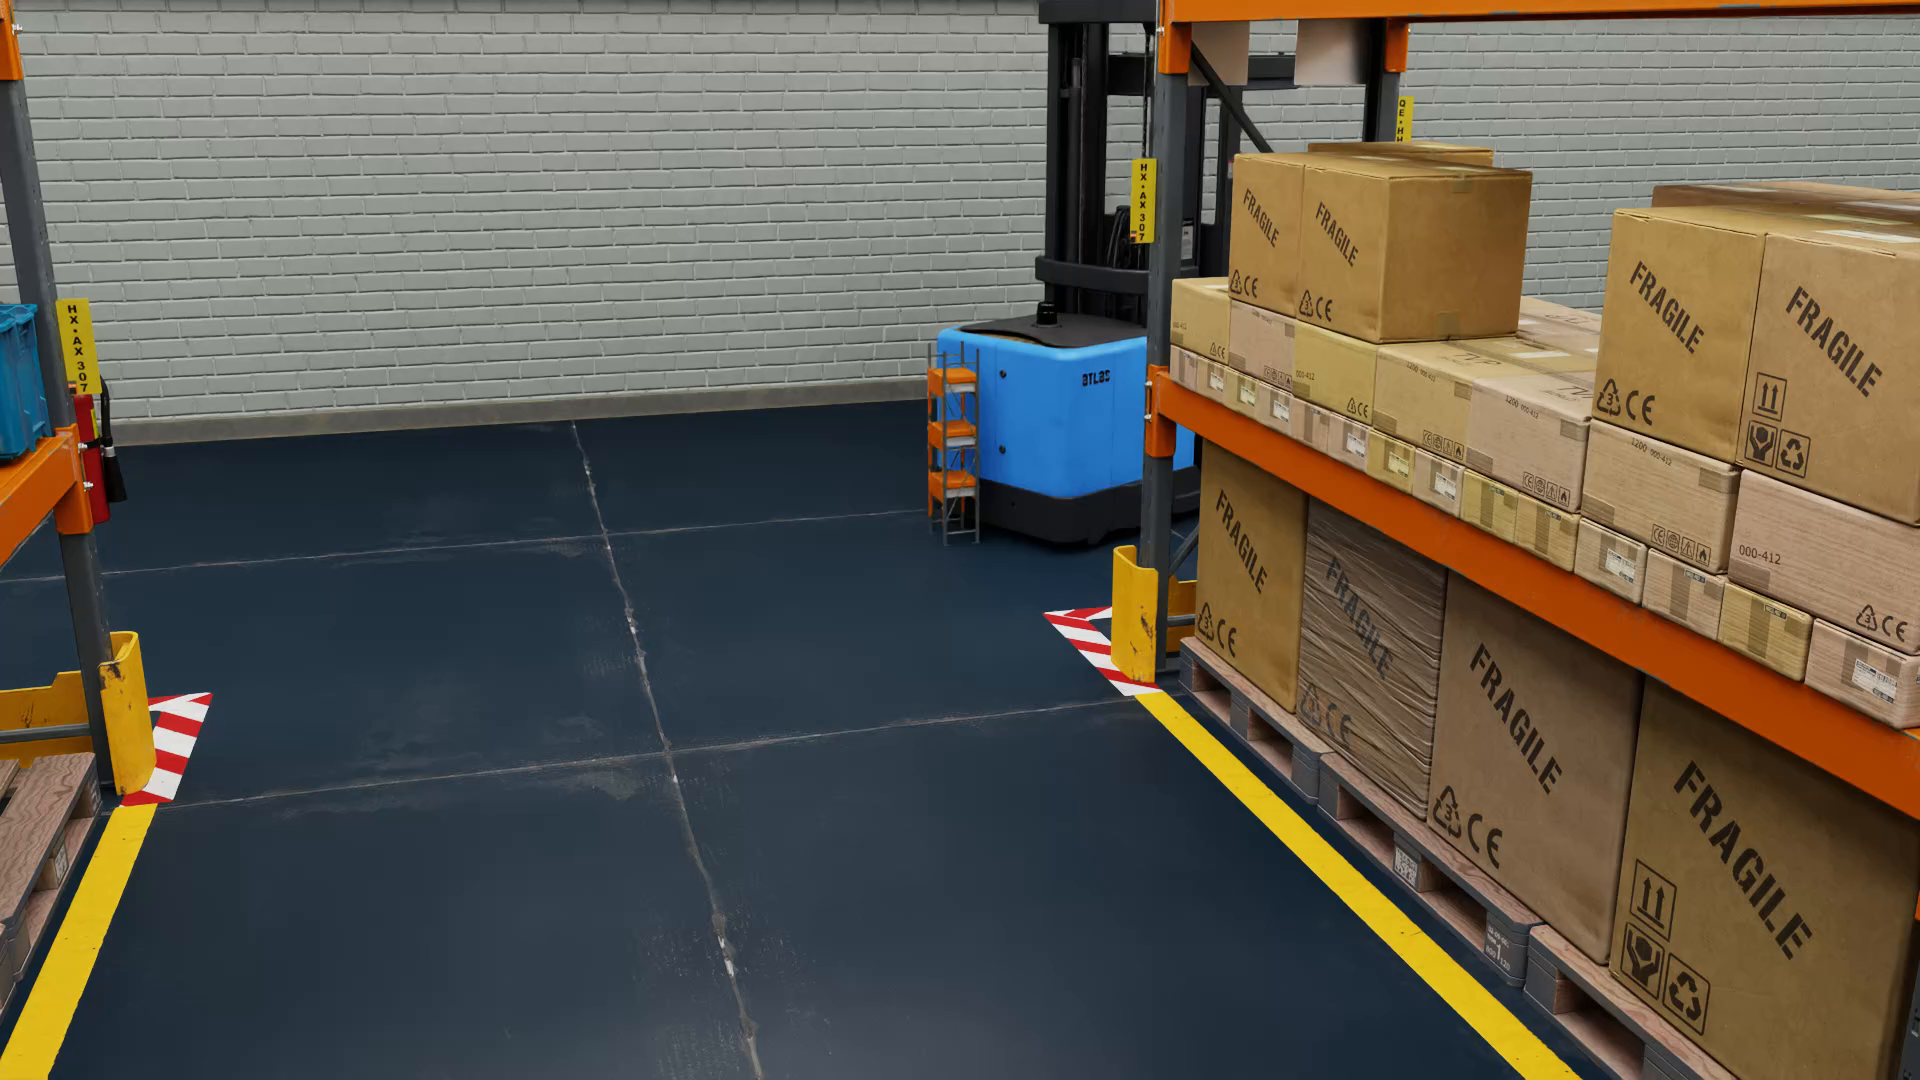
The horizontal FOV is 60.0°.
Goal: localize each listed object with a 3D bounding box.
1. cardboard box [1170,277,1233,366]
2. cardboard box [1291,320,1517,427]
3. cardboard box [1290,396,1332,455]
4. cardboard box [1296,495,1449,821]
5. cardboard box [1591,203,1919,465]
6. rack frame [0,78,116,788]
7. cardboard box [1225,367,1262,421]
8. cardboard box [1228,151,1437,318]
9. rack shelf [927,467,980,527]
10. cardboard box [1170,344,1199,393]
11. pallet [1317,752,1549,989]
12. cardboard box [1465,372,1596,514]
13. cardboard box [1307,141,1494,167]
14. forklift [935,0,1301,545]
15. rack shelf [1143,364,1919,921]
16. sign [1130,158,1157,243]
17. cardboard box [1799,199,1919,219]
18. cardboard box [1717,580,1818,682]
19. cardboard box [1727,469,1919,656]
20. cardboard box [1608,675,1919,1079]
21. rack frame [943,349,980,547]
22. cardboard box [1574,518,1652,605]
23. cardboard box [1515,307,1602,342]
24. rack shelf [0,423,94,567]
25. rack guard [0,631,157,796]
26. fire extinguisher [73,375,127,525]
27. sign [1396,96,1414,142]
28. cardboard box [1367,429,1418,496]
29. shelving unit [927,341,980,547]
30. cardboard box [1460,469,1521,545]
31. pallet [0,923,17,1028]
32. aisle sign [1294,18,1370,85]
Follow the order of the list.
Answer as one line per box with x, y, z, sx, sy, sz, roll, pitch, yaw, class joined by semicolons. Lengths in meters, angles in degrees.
1.126;-0.836;6.265;0.500;0.250;0.500;-5;17;-17;cardboard box
1.410;-0.553;5.324;0.500;0.250;0.500;-5;18;-17;cardboard box
1.318;-0.391;5.476;0.380;0.149;0.250;-5;17;-16;cardboard box
1.757;0.319;5.638;0.875;0.875;0.875;-5;17;-15;cardboard box
1.836;-0.488;3.802;0.500;0.500;0.500;-5;17;-15;cardboard box
-3.509;-0.528;5.495;1.000;3.000;0.127;-5;17;-15;rack frame
1.177;-0.533;5.950;0.380;0.149;0.250;-5;17;-17;cardboard box
1.263;-1.057;5.696;0.500;0.500;0.500;-5;17;-17;cardboard box
-0.034;-0.233;8.906;0.215;0.259;0.240;-6;18;-18;rack shelf
1.034;-0.675;6.421;0.380;0.149;0.250;-4;17;-15;cardboard box
1.880;0.968;5.363;1.003;0.211;1.213;-5;17;-15;pallet
1.694;-0.269;4.378;0.500;0.250;0.500;-4;17;-14;cardboard box
1.640;-1.235;6.290;0.500;0.500;0.500;-4;17;-15;cardboard box
1.272;-1.717;9.572;3.031;2.935;1.130;-15;23;-42;forklift
1.803;-0.022;5.061;1.077;0.370;4.000;-5;17;-15;rack shelf
0.718;-1.330;6.522;0.100;0.325;0.005;-5;17;-15;sign
2.339;-0.532;3.950;0.500;0.500;0.500;-5;17;-15;cardboard box
1.883;0.178;3.584;0.380;0.149;0.250;-4;17;-14;cardboard box
1.979;0.015;3.432;0.500;0.250;0.500;-5;17;-16;cardboard box
2.248;0.815;3.990;0.875;0.875;0.875;-5;17;-15;cardboard box
0.006;-0.476;8.713;0.200;1.050;0.008;-6;18;-18;rack frame
1.742;0.036;4.056;0.380;0.149;0.250;-4;17;-14;cardboard box
1.921;-0.596;5.465;0.500;0.250;0.500;-5;18;-17;cardboard box
-2.959;0.370;3.757;1.077;0.370;4.000;-5;17;-15;rack shelf
-3.528;0.664;5.874;1.175;0.500;0.348;-5;17;-15;rack guard
-3.113;-0.390;5.819;0.296;0.674;0.183;-5;17;-15;fire extinguisher
1.779;-1.626;6.728;0.100;0.325;0.005;-5;17;-15;sign
1.458;-0.249;5.005;0.380;0.149;0.250;-5;17;-17;cardboard box
-0.034;-0.509;8.823;0.215;1.050;0.252;-6;18;-18;shelving unit
1.601;-0.107;4.529;0.380;0.149;0.250;-5;17;-16;cardboard box
-2.988;1.376;4.005;1.003;0.211;1.213;-5;17;-15;pallet
1.522;-2.208;6.570;0.394;0.787;0.004;-5;17;-15;aisle sign
